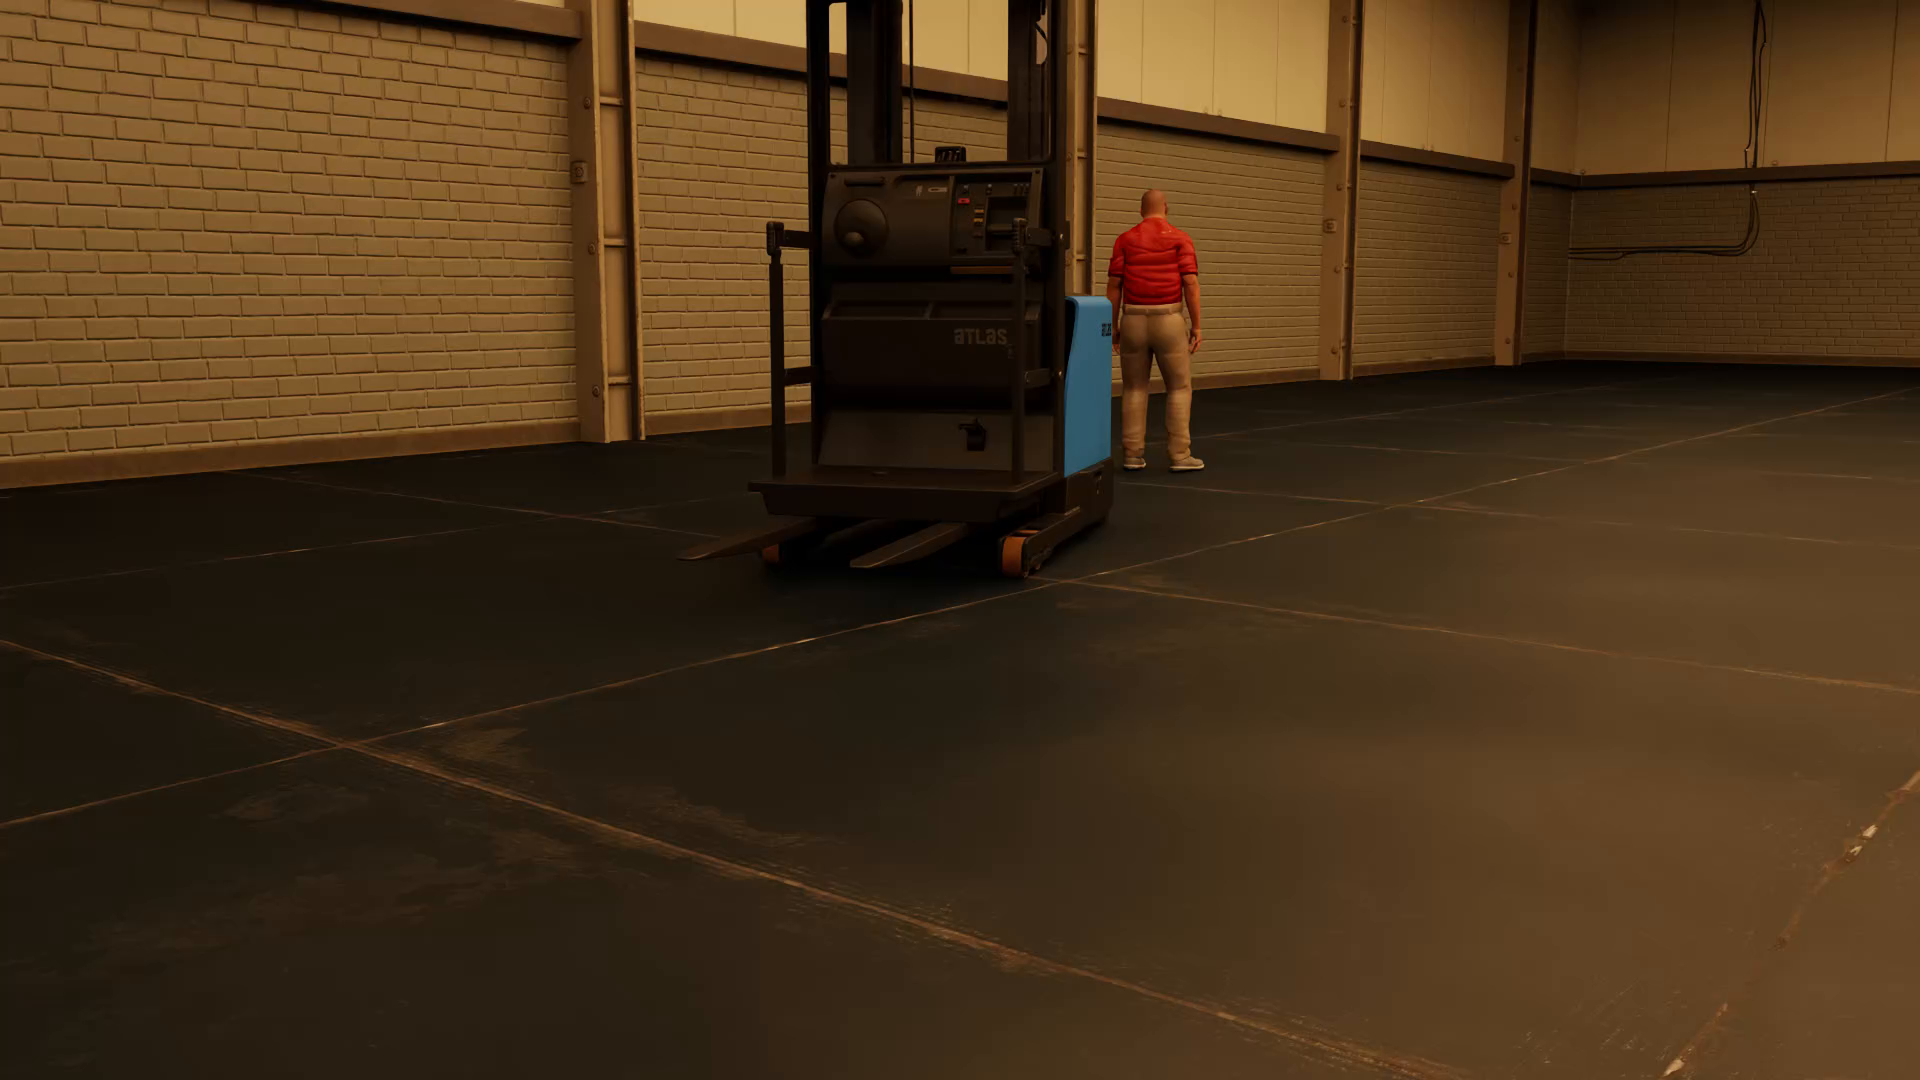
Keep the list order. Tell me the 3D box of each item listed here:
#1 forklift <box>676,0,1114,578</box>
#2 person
[{"bbox_3d":[-0.176,-1.366,6.616,1.130,2.935,3.031,3,9,17],"label":"forklift"},{"bbox_3d":[1.207,-1.295,10.286,0.601,1.726,0.399,3,9,20],"label":"person"}]
